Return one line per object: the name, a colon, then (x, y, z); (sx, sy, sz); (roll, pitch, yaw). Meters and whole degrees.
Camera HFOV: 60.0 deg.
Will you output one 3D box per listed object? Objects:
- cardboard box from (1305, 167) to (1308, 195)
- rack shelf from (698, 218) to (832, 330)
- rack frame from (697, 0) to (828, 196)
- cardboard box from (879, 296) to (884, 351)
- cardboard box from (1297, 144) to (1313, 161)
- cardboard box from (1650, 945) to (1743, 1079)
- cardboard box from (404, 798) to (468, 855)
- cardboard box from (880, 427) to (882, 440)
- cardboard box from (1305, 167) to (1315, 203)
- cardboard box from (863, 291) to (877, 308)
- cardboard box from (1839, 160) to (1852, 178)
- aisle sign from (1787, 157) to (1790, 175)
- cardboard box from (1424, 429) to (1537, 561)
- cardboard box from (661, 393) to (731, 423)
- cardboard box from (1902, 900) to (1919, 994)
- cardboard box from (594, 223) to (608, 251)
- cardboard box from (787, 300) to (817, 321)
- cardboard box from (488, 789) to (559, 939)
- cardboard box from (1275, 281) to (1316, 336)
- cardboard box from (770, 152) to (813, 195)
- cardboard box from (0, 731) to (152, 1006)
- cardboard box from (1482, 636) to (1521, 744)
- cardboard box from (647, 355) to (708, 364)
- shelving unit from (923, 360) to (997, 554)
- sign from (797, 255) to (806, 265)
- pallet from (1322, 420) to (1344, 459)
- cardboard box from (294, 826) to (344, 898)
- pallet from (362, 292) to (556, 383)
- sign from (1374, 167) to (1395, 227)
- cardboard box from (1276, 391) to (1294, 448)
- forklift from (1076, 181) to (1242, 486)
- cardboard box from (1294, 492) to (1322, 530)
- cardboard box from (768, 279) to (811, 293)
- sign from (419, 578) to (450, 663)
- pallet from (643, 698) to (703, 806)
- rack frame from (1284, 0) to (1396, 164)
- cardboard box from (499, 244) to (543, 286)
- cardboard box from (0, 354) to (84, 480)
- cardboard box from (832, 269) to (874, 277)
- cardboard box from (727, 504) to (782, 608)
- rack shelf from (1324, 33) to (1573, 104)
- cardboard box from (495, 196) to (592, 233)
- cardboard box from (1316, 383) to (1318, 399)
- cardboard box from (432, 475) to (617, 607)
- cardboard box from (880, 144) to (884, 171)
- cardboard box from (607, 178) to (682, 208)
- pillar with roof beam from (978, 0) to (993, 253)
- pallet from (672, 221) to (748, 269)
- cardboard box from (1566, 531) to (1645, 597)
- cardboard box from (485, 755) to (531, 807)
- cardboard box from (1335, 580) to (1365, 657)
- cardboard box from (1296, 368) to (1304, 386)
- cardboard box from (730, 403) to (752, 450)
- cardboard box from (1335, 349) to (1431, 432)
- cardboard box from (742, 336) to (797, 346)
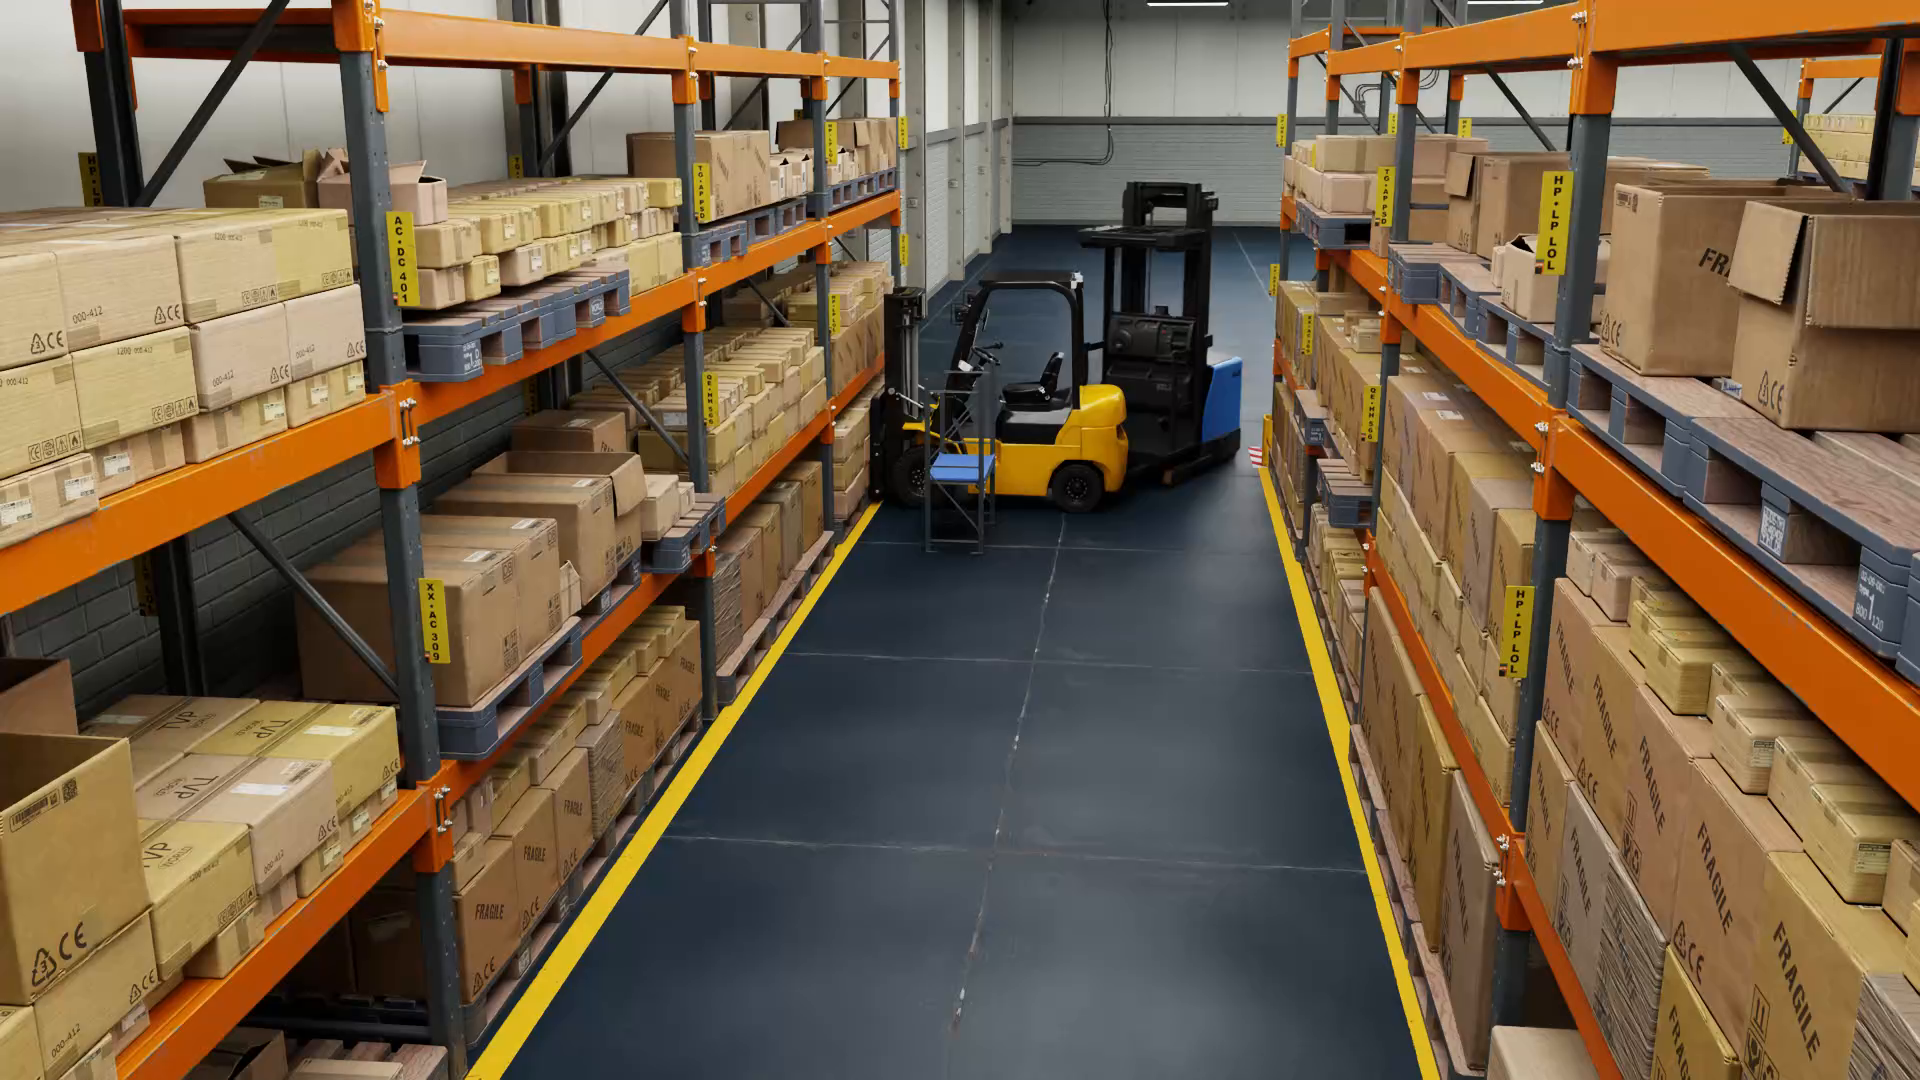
cardboard box: (3.187, -2.998, 13.975); (0.500, 0.250, 0.500); (1, 15, 5)
rack shelf: (-1.810, -1.953, 11.770); (1.077, 0.370, 4.000); (2, 15, 6)
rack frame: (-1.584, -4.267, 13.202); (1.000, 3.000, 0.127); (2, 15, 6)
cardboard box: (-0.995, -2.187, 16.812); (0.500, 0.500, 0.500); (2, 15, 8)
cardboard box: (3.309, -3.564, 15.305); (0.380, 0.149, 0.250); (2, 15, 8)
cardboard box: (1.951, 1.308, 3.888); (0.500, 0.500, 0.500); (2, 15, 8)
cardboard box: (-2.242, 1.164, 6.782); (0.380, 0.149, 0.250); (1, 15, 5)
cardboard box: (-1.042, -0.996, 16.103); (0.500, 0.250, 0.500); (2, 15, 6)
cardboard box: (2.884, -2.664, 12.505); (0.500, 0.250, 0.500); (1, 15, 5)
cardboard box: (-1.014, -2.338, 16.128); (0.380, 0.149, 0.250); (2, 15, 7)
cardboard box: (8.259, -3.380, 15.154); (0.380, 0.149, 0.250); (2, 15, 6)
aisle sign: (8.440, -3.426, 16.604); (0.394, 0.787, 0.004); (2, 15, 6)
cardboard box: (2.418, -0.205, 7.567); (0.500, 0.500, 0.500); (2, 15, 7)
cardboard box: (-1.678, -0.838, 10.581); (0.380, 0.149, 0.250); (2, 15, 7)
cardboard box: (1.856, 0.743, 2.816); (0.380, 0.149, 0.250); (2, 15, 8)
cardboard box: (-2.002, -1.540, 8.386); (0.380, 0.149, 0.250); (2, 15, 7)
cardboard box: (-1.253, -1.950, 14.122); (0.380, 0.149, 0.250); (2, 15, 7)
cardboard box: (-2.158, 1.451, 7.535); (0.500, 0.500, 0.500); (1, 15, 6)
cardboard box: (3.471, -2.340, 16.809); (0.500, 0.500, 0.500); (1, 15, 5)
cardboard box: (-1.423, -2.832, 12.817); (0.500, 0.311, 0.500); (1, 15, 4)
cardboard box: (-2.450, 0.809, 4.203); (0.500, 0.500, 0.500); (2, 15, 8)
cardboard box: (2.254, 0.559, 6.179); (0.500, 0.250, 0.500); (2, 15, 6)
cardboard box: (-2.055, -1.253, 12.117); (0.380, 0.149, 0.250); (2, 15, 7)
shelving unit: (0.010, -0.746, 14.548); (0.538, 1.500, 1.048); (2, 15, 6)
sign: (-1.683, -2.882, 17.765); (0.100, 0.325, 0.005); (2, 15, 6)
pallet: (3.080, -0.610, 11.540); (1.003, 0.211, 1.213); (2, 15, 6)
cardboard box: (-2.285, 1.052, 5.508); (0.380, 0.149, 0.250); (2, 15, 8)
pallet: (-2.343, -0.820, 6.563); (1.213, 0.211, 1.003); (2, 15, 6)
sign: (2.358, -1.902, 9.214); (0.100, 0.325, 0.005); (2, 15, 6)
cardboard box: (3.377, -1.158, 16.223); (0.500, 0.500, 0.500); (1, 15, 4)
forklift: (1.833, -2.087, 16.766); (1.130, 2.935, 3.031); (9, 18, 31)
cardboard box: (3.148, -0.262, 14.349); (0.500, 0.250, 0.500); (2, 15, 9)
cardboard box: (-1.612, -2.364, 15.652); (0.380, 0.149, 0.250); (2, 15, 8)
sign: (-1.947, 0.300, 6.147); (0.100, 0.325, 0.005); (2, 15, 6)
pallet: (-2.157, 1.205, 9.801); (1.003, 0.211, 1.213); (2, 15, 6)
rack frame: (3.800, -5.159, 16.502); (1.000, 3.000, 0.127); (2, 15, 6)
cardboard box: (-1.949, -1.137, 6.860); (0.380, 0.149, 0.250); (2, 15, 7)
cardboard box: (-2.474, -0.285, 3.939); (0.500, 0.250, 0.500); (1, 15, 5)
cardboard box: (-1.065, -2.618, 16.595); (0.380, 0.149, 0.250); (2, 15, 7)
cardboard box: (-1.810, 0.104, 12.274); (0.875, 0.625, 0.625); (1, 15, 4)
rack shelf: (3.123, -3.063, 10.893); (1.077, 0.370, 4.000); (2, 15, 6)
cardboard box: (-1.902, -1.483, 7.569); (0.380, 0.149, 0.250); (2, 15, 7)
cardboard box: (2.972, -1.173, 12.931); (0.380, 0.149, 0.250); (2, 15, 7)
cardboard box: (-2.063, -0.004, 7.933); (0.700, 0.500, 0.500); (2, 15, 6)
cardboard box: (-0.953, -3.753, 16.309); (0.396, 0.266, 0.258); (2, 15, 6)
cardboard box: (-1.780, -1.947, 9.324); (0.380, 0.149, 0.250); (2, 15, 8)
pillar with roof beam: (4.879, -11.248, 39.021); (9.100, 9.000, 0.400); (2, 15, 6)
pallet: (-2.047, -1.869, 10.443); (1.213, 0.211, 1.003); (2, 15, 9)
cardboard box: (2.152, 0.079, 5.272); (0.380, 0.149, 0.250); (1, 15, 5)
cardboard box: (-2.192, 1.097, 7.600); (0.380, 0.149, 0.250); (1, 15, 5)
cardboard box: (3.046, 0.540, 11.149); (0.950, 0.372, 0.625); (1, 15, 5)
cardboard box: (3.193, -1.460, 14.798); (0.380, 0.149, 0.250); (1, 15, 5)
cardboard box: (-1.685, -0.740, 10.982); (0.500, 0.250, 0.500); (2, 15, 8)
cardboard box: (2.775, -0.974, 10.953); (0.500, 0.500, 0.500); (1, 15, 2)
cardboard box: (-1.493, -1.508, 13.058); (0.380, 0.149, 0.250); (2, 15, 6)
